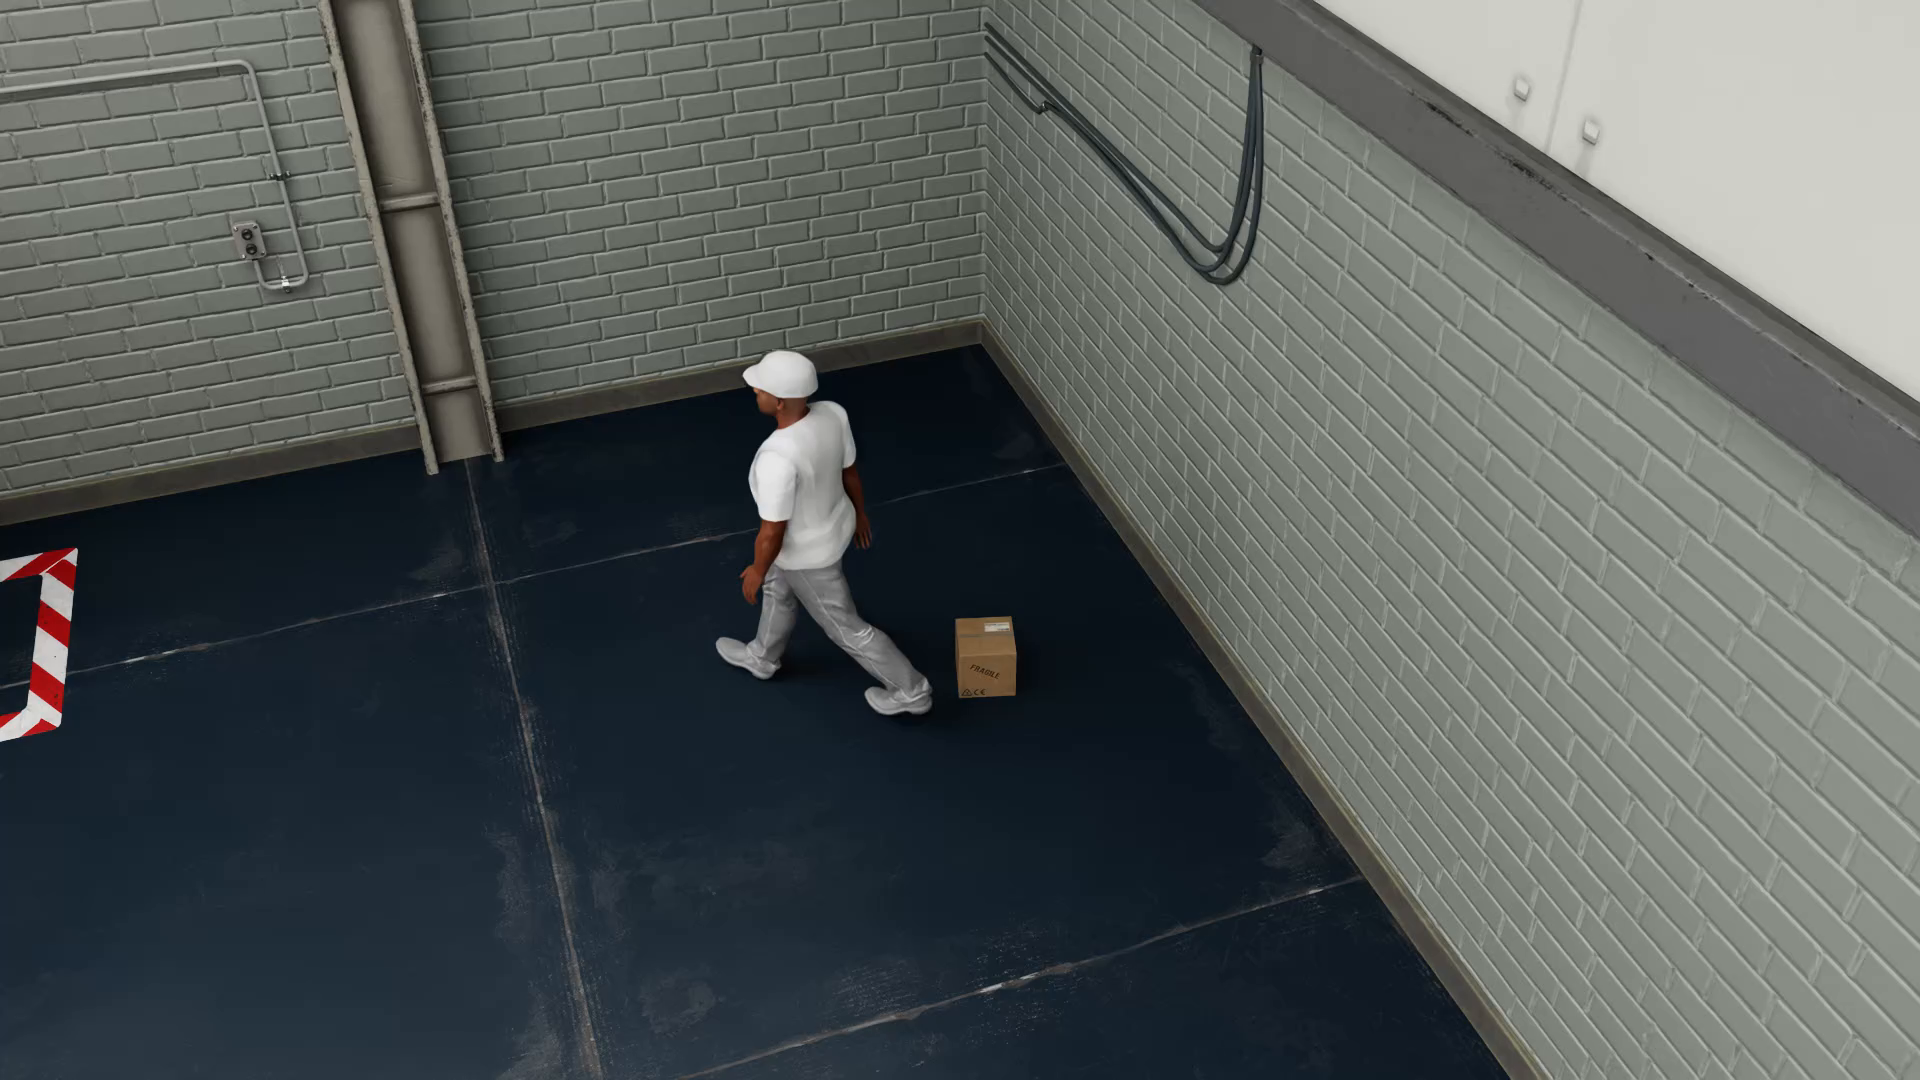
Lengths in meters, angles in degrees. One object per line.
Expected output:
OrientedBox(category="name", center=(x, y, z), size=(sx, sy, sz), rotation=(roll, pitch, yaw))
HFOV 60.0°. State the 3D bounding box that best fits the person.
OrientedBox(category="person", center=(-0.617, 0.003, 6.780), size=(1.064, 1.720, 0.599), rotation=(10, 39, 13))
